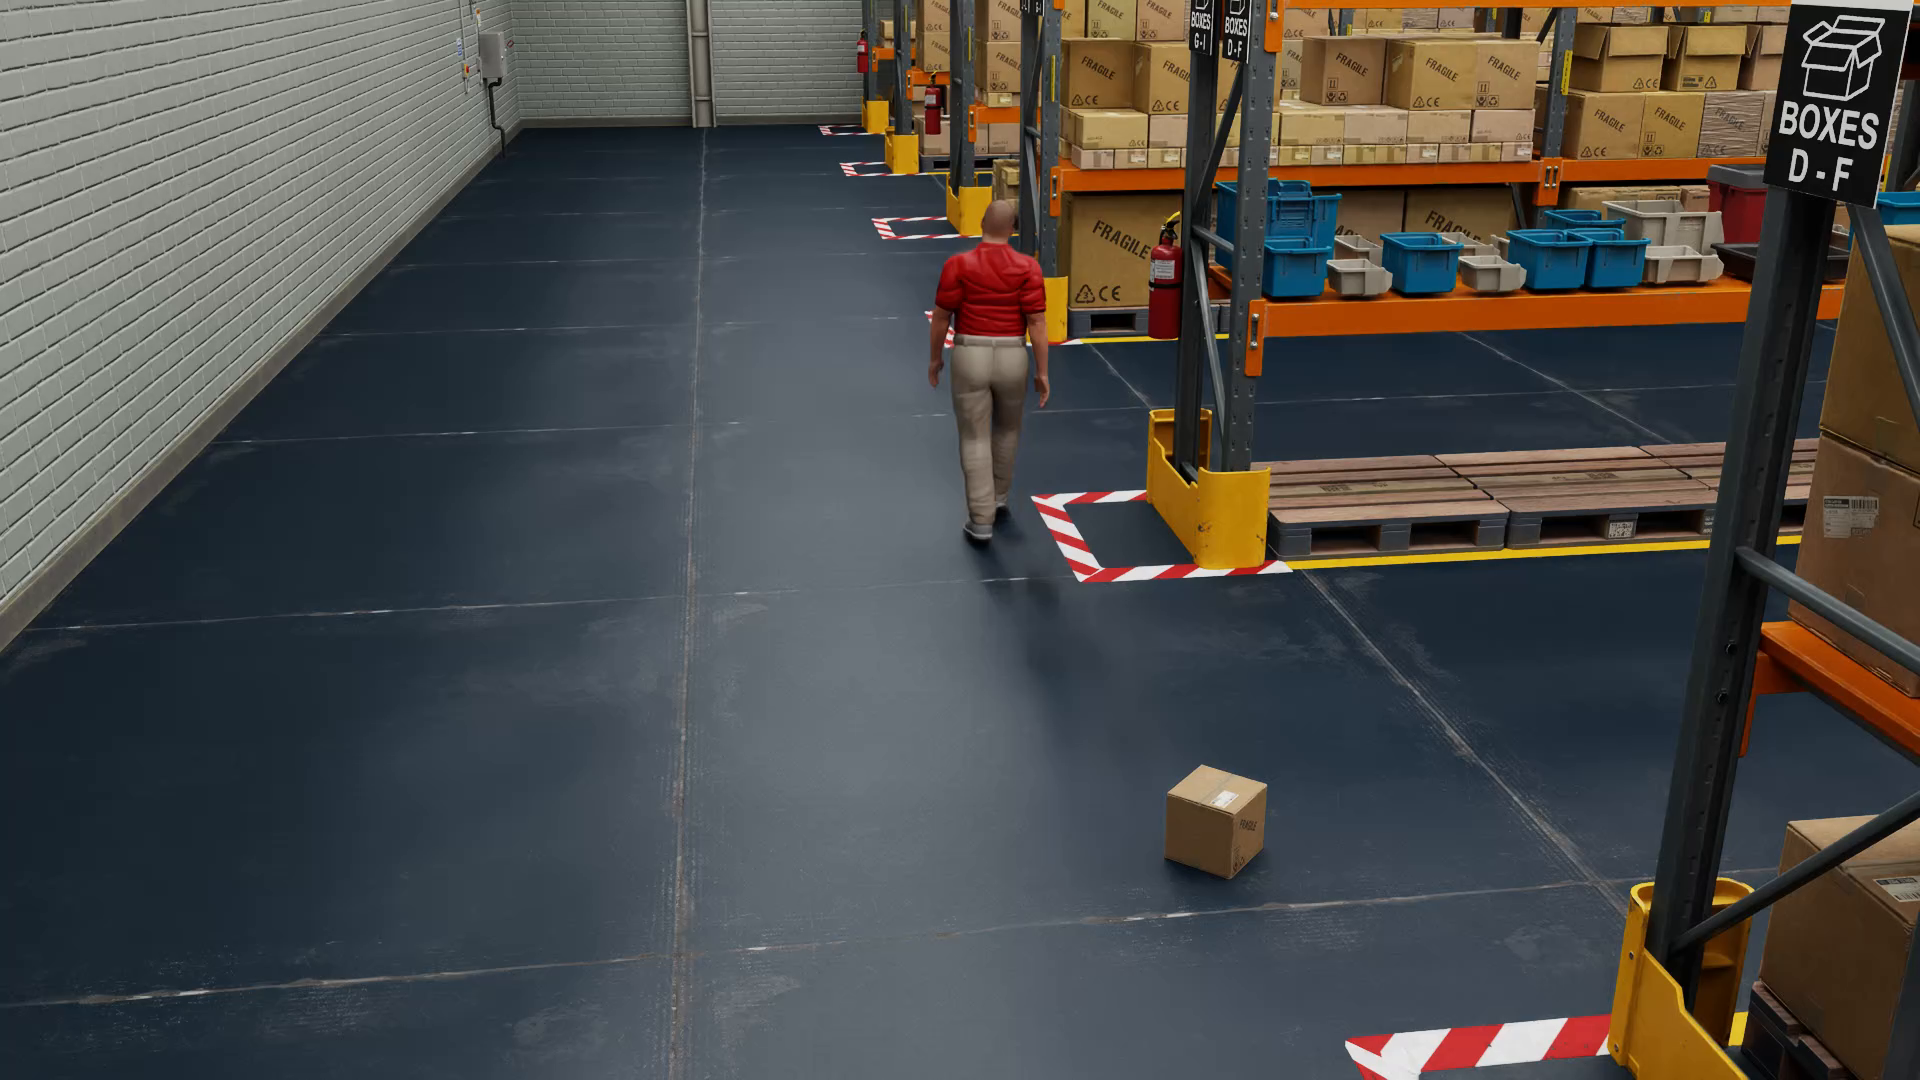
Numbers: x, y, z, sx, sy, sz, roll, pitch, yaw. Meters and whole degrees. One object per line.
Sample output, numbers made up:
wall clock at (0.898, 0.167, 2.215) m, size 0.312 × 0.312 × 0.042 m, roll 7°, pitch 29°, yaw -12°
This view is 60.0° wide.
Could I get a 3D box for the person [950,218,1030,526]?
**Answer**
person at (0.143, -0.902, 8.560) m, size 0.413 × 1.544 × 0.516 m, roll -2°, pitch 20°, yaw -6°
